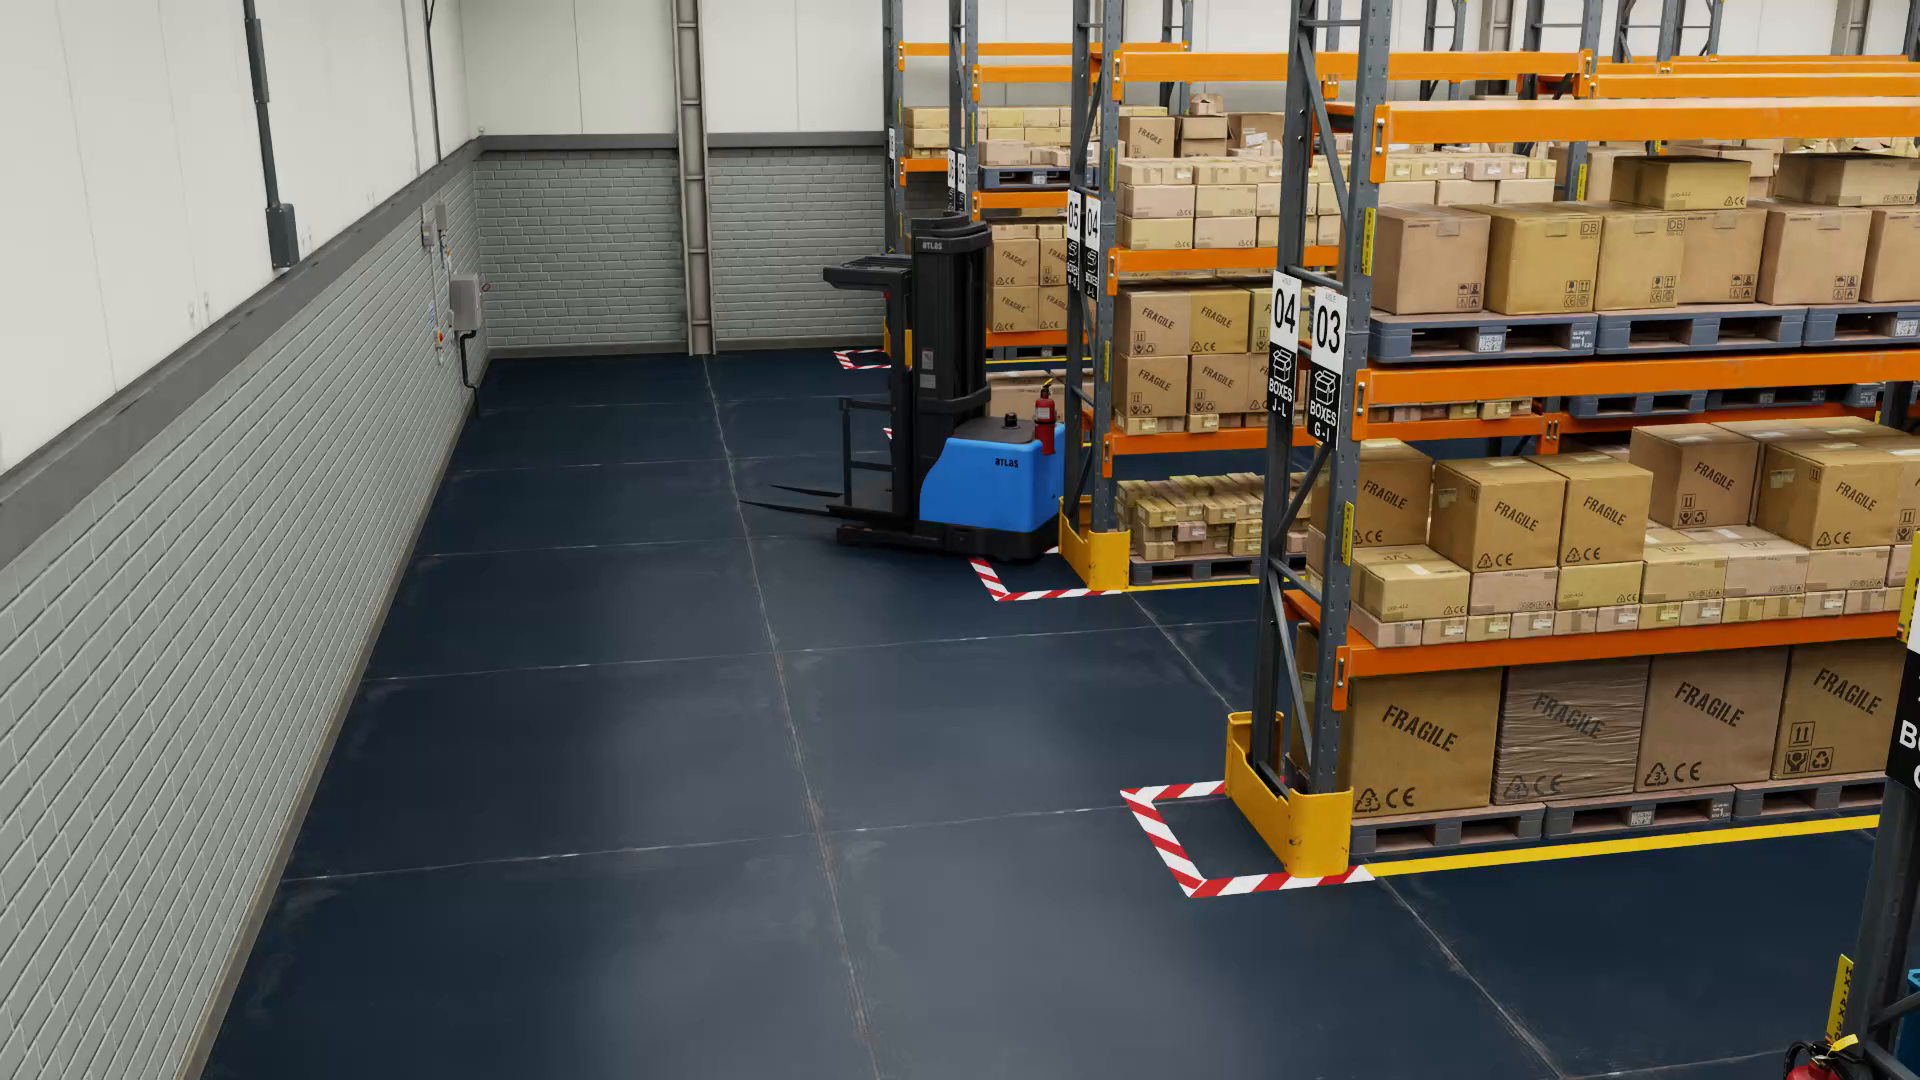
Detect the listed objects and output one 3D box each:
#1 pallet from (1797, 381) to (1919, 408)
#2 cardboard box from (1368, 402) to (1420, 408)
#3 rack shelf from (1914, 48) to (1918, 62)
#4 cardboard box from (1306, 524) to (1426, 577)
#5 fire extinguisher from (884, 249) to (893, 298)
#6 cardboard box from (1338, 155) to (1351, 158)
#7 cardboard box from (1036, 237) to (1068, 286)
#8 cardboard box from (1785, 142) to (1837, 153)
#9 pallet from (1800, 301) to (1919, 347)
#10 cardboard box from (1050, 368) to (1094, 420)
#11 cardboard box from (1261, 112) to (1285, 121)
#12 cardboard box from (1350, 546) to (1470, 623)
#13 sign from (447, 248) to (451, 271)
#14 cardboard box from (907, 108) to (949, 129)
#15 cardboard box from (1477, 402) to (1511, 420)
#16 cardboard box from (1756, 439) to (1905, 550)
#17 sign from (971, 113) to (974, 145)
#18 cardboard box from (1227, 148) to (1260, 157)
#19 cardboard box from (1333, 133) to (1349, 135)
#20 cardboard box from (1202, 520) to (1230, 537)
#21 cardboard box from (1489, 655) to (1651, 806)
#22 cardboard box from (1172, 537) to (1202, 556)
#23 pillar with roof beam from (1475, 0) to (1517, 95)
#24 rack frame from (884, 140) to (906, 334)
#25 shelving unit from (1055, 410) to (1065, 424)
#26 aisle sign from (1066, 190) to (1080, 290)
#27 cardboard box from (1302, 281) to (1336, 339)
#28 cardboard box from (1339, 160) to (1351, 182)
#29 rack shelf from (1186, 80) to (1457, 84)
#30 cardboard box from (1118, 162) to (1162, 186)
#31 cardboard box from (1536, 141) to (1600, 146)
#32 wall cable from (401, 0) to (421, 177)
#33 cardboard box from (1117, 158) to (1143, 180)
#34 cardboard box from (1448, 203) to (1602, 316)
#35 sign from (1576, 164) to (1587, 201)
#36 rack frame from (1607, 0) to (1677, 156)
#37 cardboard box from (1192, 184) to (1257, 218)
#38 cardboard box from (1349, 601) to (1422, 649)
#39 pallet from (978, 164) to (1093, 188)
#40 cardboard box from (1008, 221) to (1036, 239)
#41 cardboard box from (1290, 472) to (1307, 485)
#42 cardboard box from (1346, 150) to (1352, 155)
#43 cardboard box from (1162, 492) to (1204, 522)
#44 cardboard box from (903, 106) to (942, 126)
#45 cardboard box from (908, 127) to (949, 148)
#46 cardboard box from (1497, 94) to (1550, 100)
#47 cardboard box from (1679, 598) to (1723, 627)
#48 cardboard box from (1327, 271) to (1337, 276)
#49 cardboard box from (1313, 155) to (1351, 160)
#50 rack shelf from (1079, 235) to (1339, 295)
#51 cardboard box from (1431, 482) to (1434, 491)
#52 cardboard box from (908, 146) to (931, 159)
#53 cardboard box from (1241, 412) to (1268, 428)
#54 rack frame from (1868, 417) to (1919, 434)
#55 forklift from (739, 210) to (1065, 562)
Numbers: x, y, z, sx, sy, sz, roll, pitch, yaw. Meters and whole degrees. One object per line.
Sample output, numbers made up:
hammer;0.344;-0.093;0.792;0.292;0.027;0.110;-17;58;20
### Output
pallet;8.247;-1.461;15.226;1.003;0.211;1.213;-3;17;-10
cardboard box;3.580;-1.426;14.108;0.500;0.500;0.500;-3;17;-11
rack shelf;13.780;-5.901;20.368;4.000;0.370;1.077;-3;17;-10
cardboard box;2.339;0.084;9.618;0.500;0.250;0.500;-4;17;-11
fire extinguisher;-0.968;-3.673;22.867;0.183;0.674;0.296;-3;17;-10
cardboard box;3.368;-3.187;14.132;0.250;0.149;0.380;-2;17;-8
cardboard box;1.065;-3.100;18.362;0.500;0.500;0.500;-4;17;-12
cardboard box;7.320;-3.296;14.289;0.258;0.266;0.396;-3;17;-10
pallet;5.036;-1.314;9.462;1.213;0.211;1.003;-3;17;-10
cardboard box;1.560;-1.694;19.305;0.875;0.438;0.875;-3;17;-9
cardboard box;4.386;-5.938;23.400;0.250;0.149;0.380;-3;17;-10
cardboard box;2.436;0.238;9.114;0.500;0.250;0.500;-4;17;-12
sign;-5.946;-3.259;19.346;0.001;0.242;0.339;-3;17;-10
cardboard box;-0.428;-5.726;22.571;0.500;0.250;0.500;-3;17;-11
cardboard box;4.531;-1.151;14.318;0.250;0.149;0.380;-4;17;-12
cardboard box;4.948;-0.265;9.475;0.500;0.500;0.500;-3;17;-10
sign;0.133;-4.328;17.501;0.005;0.325;0.100;-3;17;-10
cardboard box;3.135;-4.242;18.385;0.250;0.149;0.380;-3;17;-9
cardboard box;5.373;-5.875;23.736;0.250;0.149;0.380;-3;17;-9
cardboard box;2.138;-0.151;14.267;0.250;0.149;0.380;-3;17;-10
cardboard box;3.421;0.963;9.909;0.875;0.875;0.875;-3;17;-10
cardboard box;1.889;0.009;14.252;0.250;0.149;0.380;-3;17;-11
pillar with roof beam;8.869;-6.435;20.873;0.400;9.000;9.100;-3;17;-10
rack frame;-0.911;-4.030;23.262;0.127;3.000;1.000;-3;17;-10
shelving unit;0.871;-0.681;15.678;0.215;1.050;0.252;-8;19;-23
aisle sign;0.944;-2.503;13.863;0.004;0.787;0.394;-3;17;-10
cardboard box;3.072;-1.876;13.870;0.500;0.500;0.500;-4;17;-12
cardboard box;3.234;-2.997;13.514;0.250;0.149;0.380;-4;17;-11
rack shelf;4.980;-6.697;23.633;4.000;0.370;1.077;-3;17;-10
cardboard box;1.433;-2.922;13.271;0.250;0.149;0.380;-3;17;-11
cardboard box;6.953;-4.617;19.180;0.500;0.500;0.700;-4;18;-13
wall cable;-5.498;-5.069;16.427;0.029;3.000;0.463;-3;17;-10
cardboard box;1.343;-3.073;13.762;0.250;0.149;0.380;-3;17;-11
cardboard box;2.990;-1.514;8.904;0.500;0.500;0.700;-4;17;-12
sign;5.110;-2.926;13.677;0.005;0.325;0.100;-3;17;-10
rack frame;7.889;-5.913;19.173;0.127;3.000;1.000;-3;17;-10
cardboard box;2.065;-2.758;13.415;0.500;0.250;0.500;-3;17;-11
cardboard box;2.325;0.453;9.094;0.250;0.149;0.380;-3;17;-10
pallet;0.760;-4.035;18.320;1.213;0.211;1.003;-3;17;-10
cardboard box;0.679;-3.410;18.266;0.250;0.149;0.380;-3;17;-9
cardboard box;3.083;-0.484;14.843;0.250;0.149;0.380;-3;17;-10
cardboard box;4.519;-4.319;18.609;0.258;0.266;0.396;-3;17;-11
cardboard box;1.899;-0.281;14.184;0.250;0.149;0.380;-3;17;-9
cardboard box;-0.528;-5.878;23.069;0.500;0.250;0.500;-4;17;-12
cardboard box;-0.424;-5.480;22.623;0.500;0.250;0.500;-3;17;-11
cardboard box;8.177;-6.233;24.269;0.500;0.500;0.700;-4;17;-11
cardboard box;4.092;0.352;9.423;0.250;0.149;0.380;-3;17;-10
cardboard box;3.504;-2.061;14.472;0.500;0.500;0.500;-3;17;-10
cardboard box;3.114;-3.168;14.072;0.250;0.149;0.380;-4;17;-12
rack shelf;3.036;-2.379;14.004;4.000;0.370;1.077;-3;17;-10
cardboard box;4.213;-0.387;14.527;0.250;0.149;0.380;-3;17;-11
cardboard box;-0.554;-5.294;22.698;0.250;0.149;0.380;-3;17;-9
cardboard box;2.468;-1.069;14.049;0.250;0.149;0.380;-3;17;-11
rack frame;8.927;-1.623;15.427;0.127;3.000;1.000;-3;17;-10
forklift;-0.573;-1.474;15.057;3.031;2.935;1.130;7;19;22
